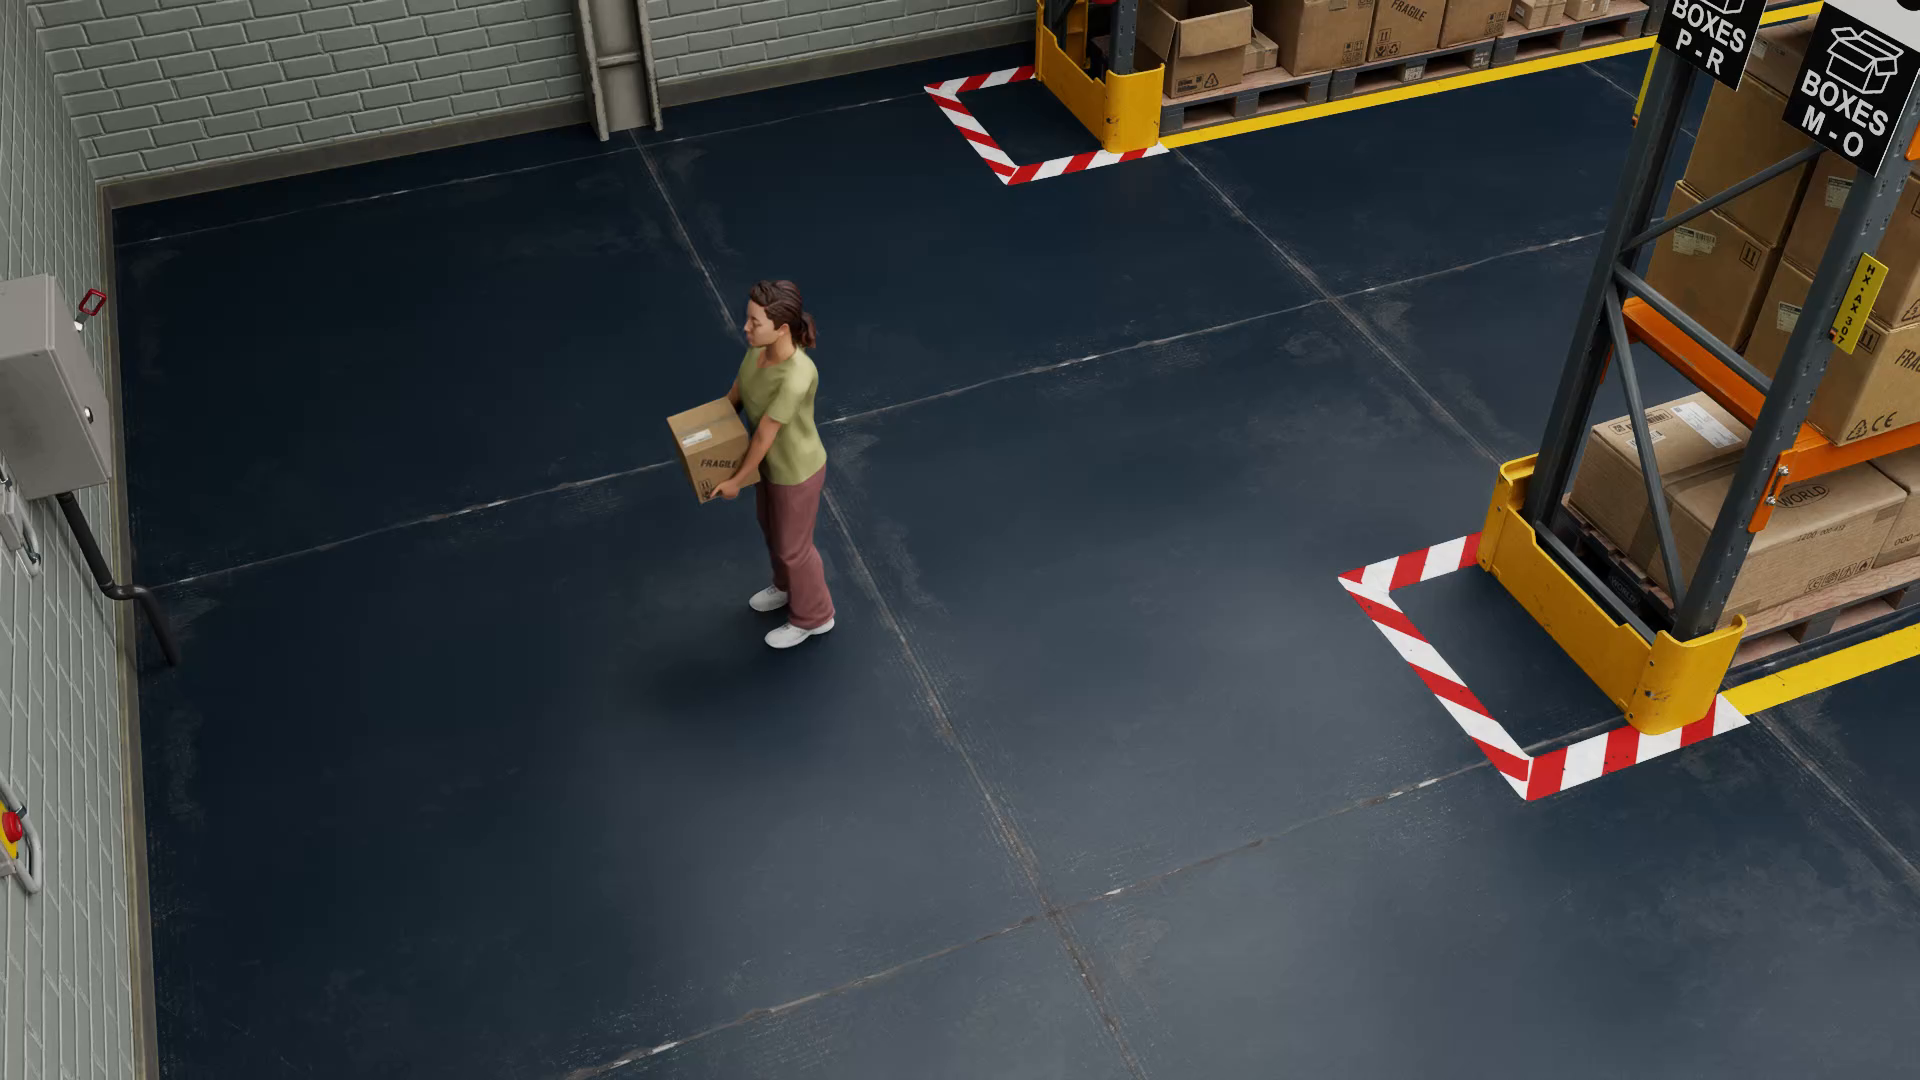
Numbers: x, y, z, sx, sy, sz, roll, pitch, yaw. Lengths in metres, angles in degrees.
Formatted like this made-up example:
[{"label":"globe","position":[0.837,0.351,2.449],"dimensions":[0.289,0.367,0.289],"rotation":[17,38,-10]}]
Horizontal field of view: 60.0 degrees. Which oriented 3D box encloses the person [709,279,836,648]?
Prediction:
[{"label":"person","position":[-0.759,-0.272,6.474],"dimensions":[0.517,1.668,0.406],"rotation":[-16,44,-17]}]
